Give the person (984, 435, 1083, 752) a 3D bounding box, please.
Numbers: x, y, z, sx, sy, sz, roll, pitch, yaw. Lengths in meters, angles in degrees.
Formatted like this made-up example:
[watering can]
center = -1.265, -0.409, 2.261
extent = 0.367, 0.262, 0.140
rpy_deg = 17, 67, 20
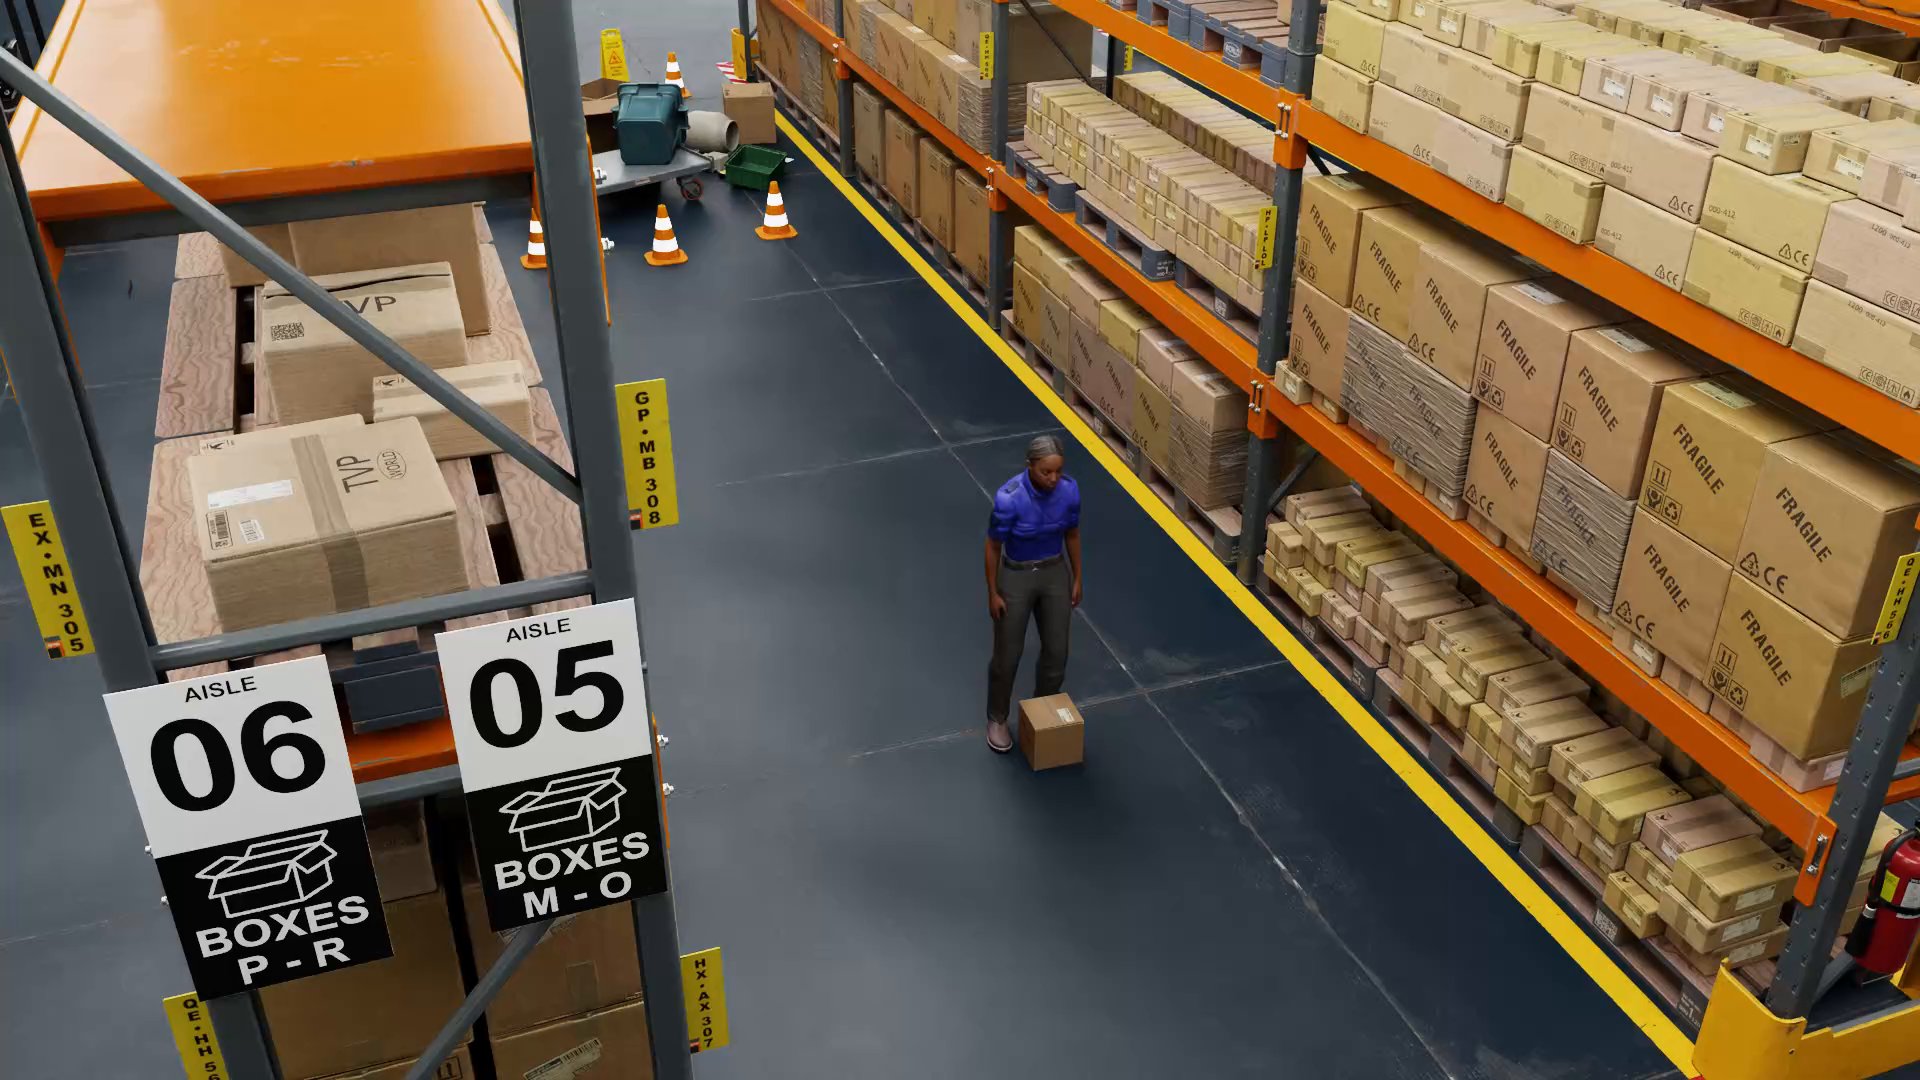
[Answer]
[person]
center = 0.357, 0.231, 7.942
extent = 0.507, 1.655, 0.390
rpy_deg = -10, 32, -17
